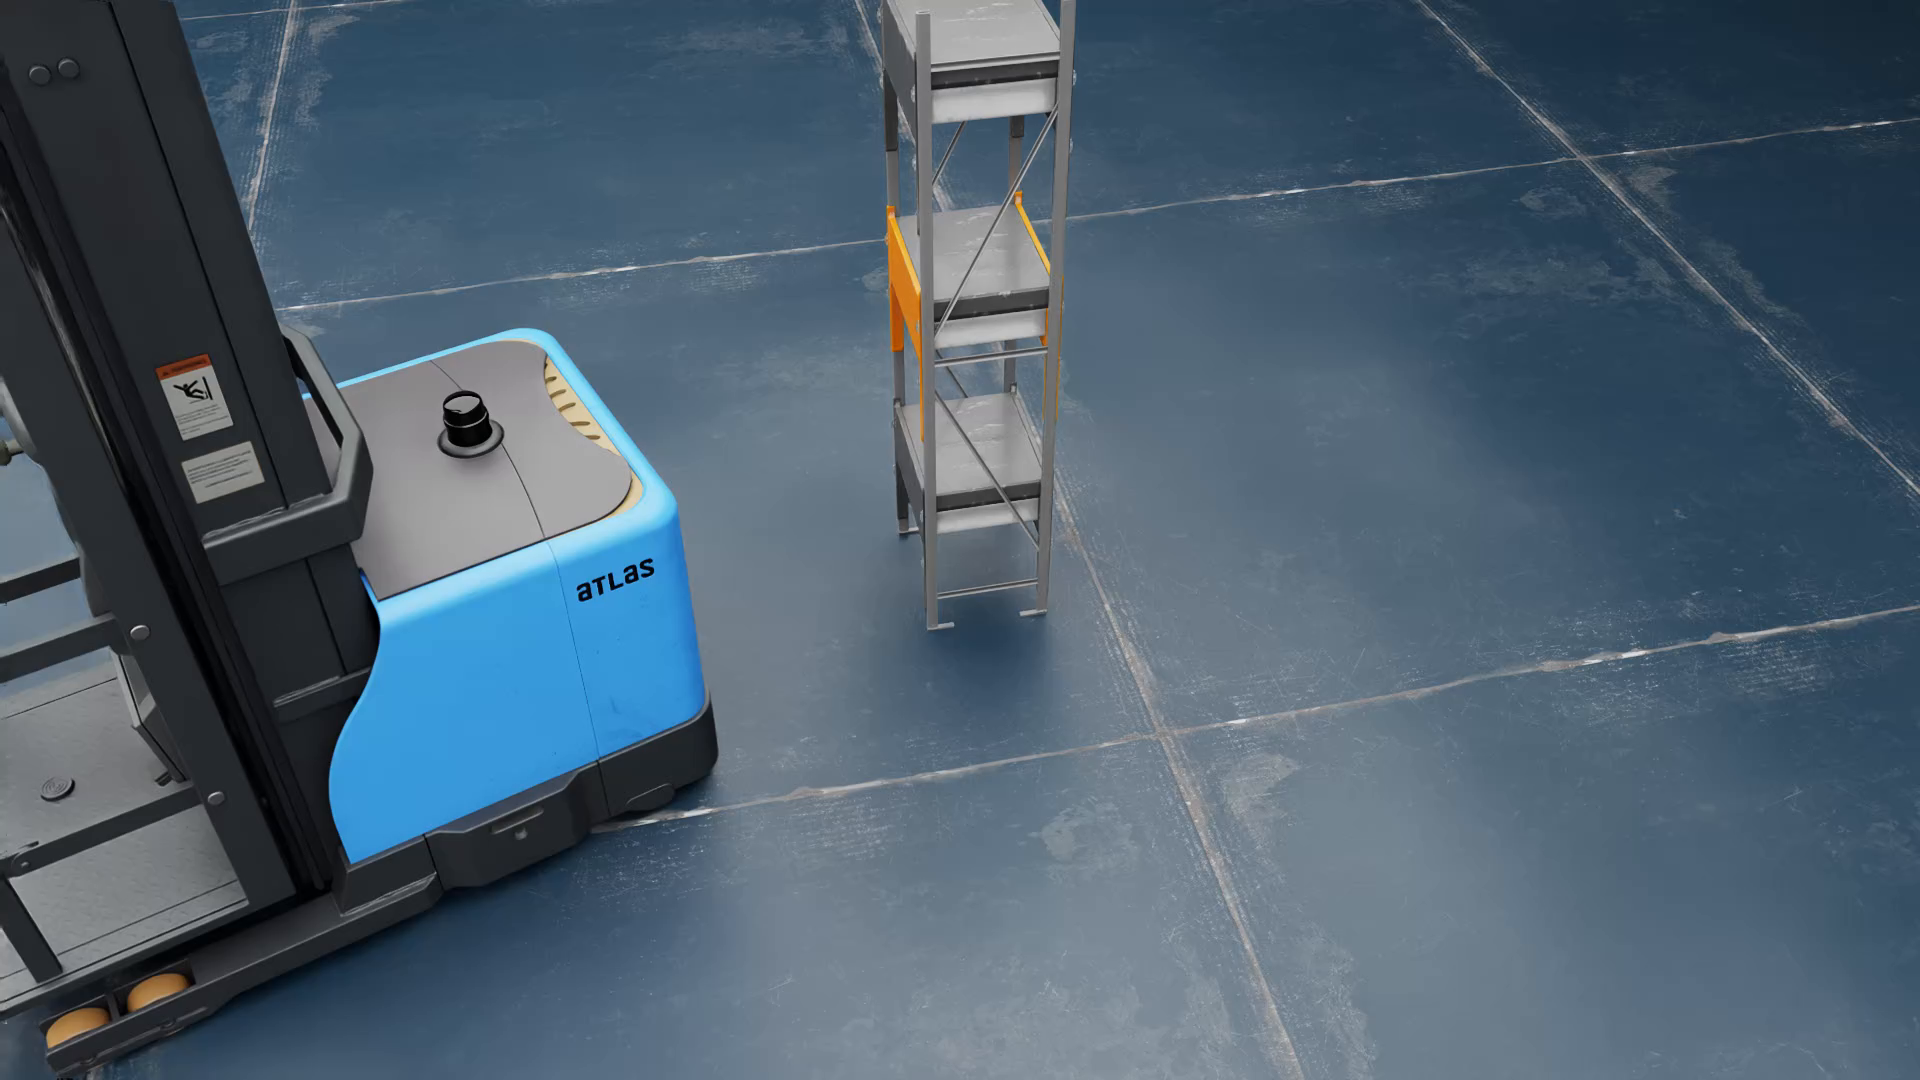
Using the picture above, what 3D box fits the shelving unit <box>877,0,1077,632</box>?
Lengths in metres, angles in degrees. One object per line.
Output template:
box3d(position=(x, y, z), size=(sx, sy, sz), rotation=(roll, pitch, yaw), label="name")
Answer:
box3d(position=(0.036, -0.678, 4.932), size=(0.431, 2.100, 0.503), rotation=(-8, 42, -9), label="shelving unit")

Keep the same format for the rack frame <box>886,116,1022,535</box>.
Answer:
box3d(position=(-0.017, -0.836, 5.110), size=(0.400, 2.100, 0.015), rotation=(-8, 42, -9), label="rack frame")

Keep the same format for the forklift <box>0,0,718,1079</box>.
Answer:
box3d(position=(-2.240, -0.149, 3.710), size=(3.031, 2.935, 1.130), rotation=(-22, 46, -23), label="forklift")

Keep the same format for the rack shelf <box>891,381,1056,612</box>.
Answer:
box3d(position=(0.036, -0.144, 5.406), size=(0.431, 0.518, 0.480), rotation=(-8, 42, -9), label="rack shelf")

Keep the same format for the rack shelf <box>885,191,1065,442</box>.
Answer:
box3d(position=(0.036, -0.668, 4.941), size=(0.431, 0.518, 0.480), rotation=(-8, 42, -9), label="rack shelf")

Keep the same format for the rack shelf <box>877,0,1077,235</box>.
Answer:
box3d(position=(0.036, -1.191, 4.476), size=(0.431, 0.518, 0.480), rotation=(-8, 42, -9), label="rack shelf")

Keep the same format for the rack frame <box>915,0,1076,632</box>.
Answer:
box3d(position=(0.088, -0.520, 4.754), size=(0.400, 2.100, 0.015), rotation=(-8, 42, -9), label="rack frame")
